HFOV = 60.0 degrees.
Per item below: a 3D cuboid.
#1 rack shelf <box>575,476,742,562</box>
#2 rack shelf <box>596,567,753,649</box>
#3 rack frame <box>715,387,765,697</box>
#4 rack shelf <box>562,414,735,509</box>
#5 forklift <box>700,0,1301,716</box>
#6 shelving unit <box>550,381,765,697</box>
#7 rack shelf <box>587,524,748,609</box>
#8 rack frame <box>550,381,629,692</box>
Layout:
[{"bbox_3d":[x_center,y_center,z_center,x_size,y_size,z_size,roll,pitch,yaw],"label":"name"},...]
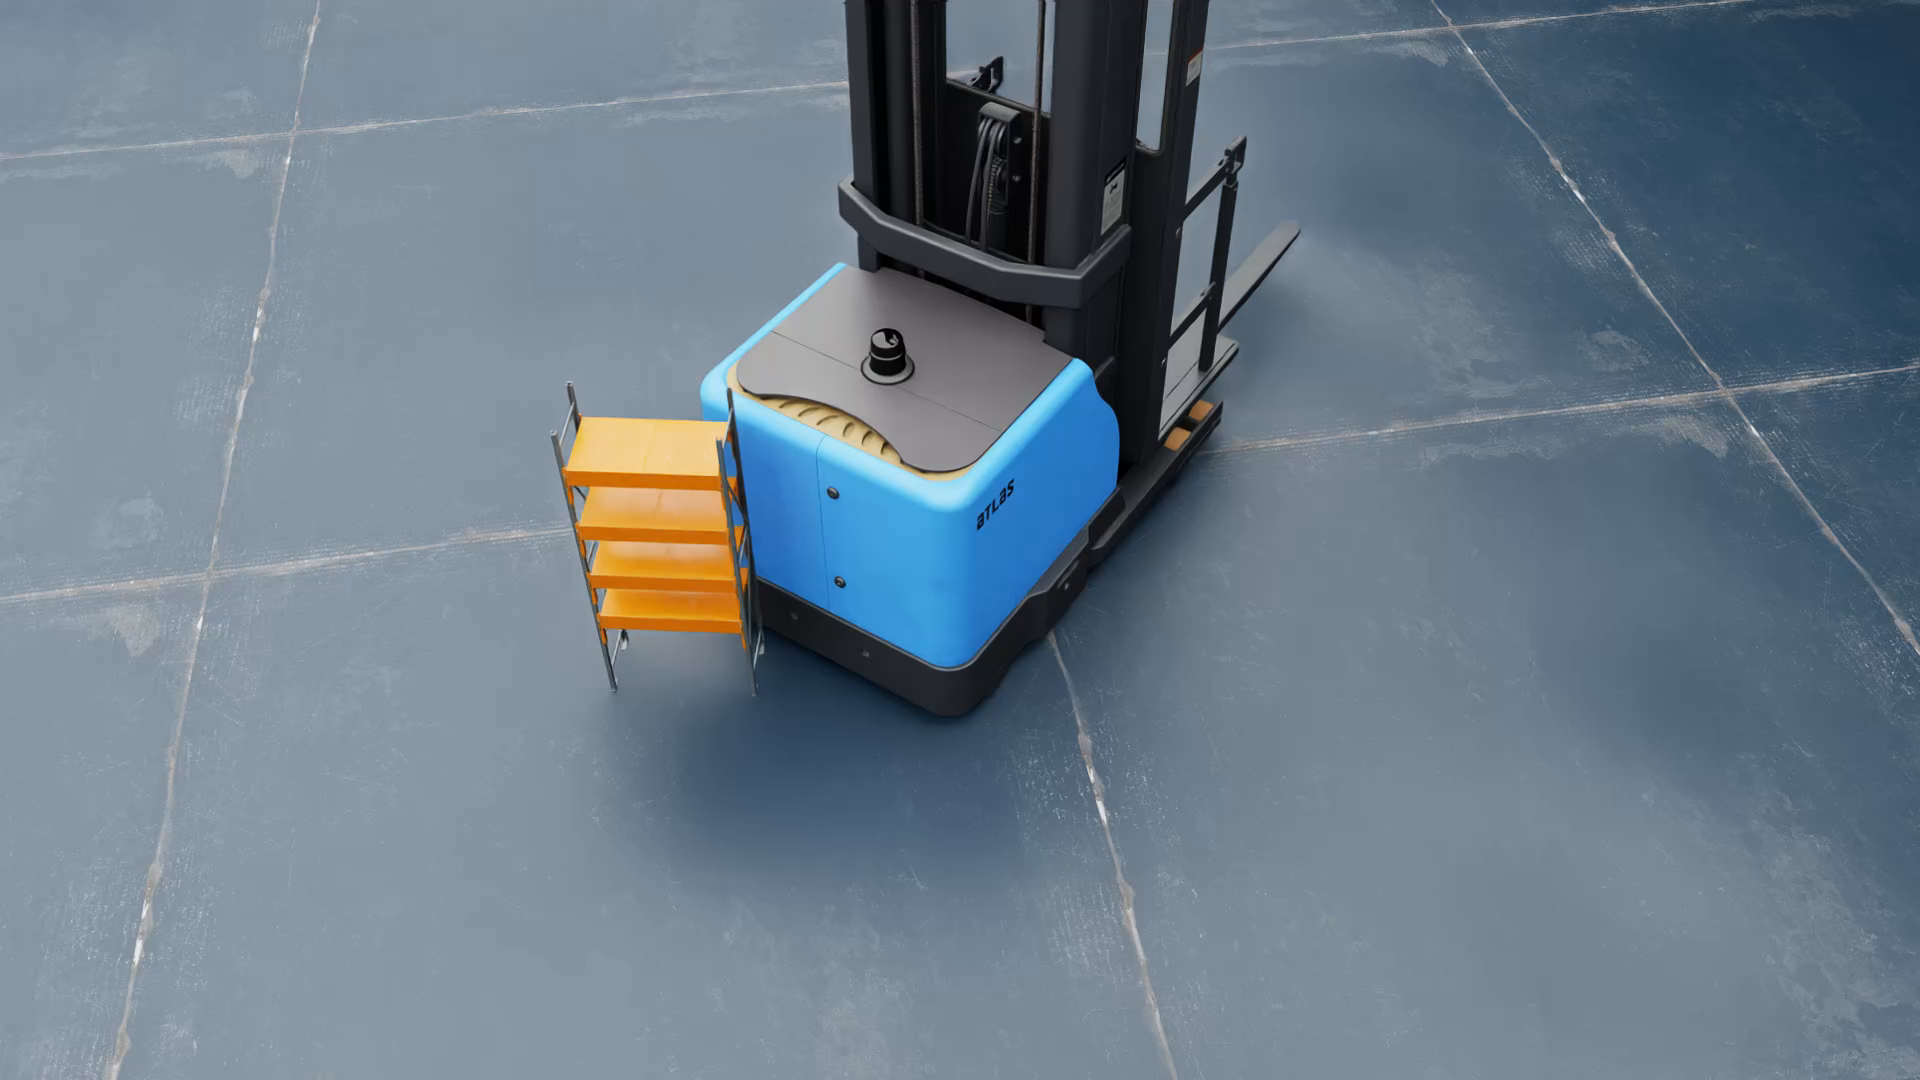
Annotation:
[{"bbox_3d":[-0.947,-0.078,5.275,0.480,0.148,0.258,2,46,2],"label":"rack shelf"},{"bbox_3d":[-0.947,0.215,5.579,0.480,0.148,0.258,2,46,2],"label":"rack shelf"},{"bbox_3d":[-0.703,0.039,5.379,0.015,1.200,0.240,2,46,2],"label":"rack frame"},{"bbox_3d":[-0.947,-0.242,5.105,0.480,0.148,0.258,2,46,2],"label":"rack shelf"},{"bbox_3d":[0.384,-1.465,5.626,1.130,2.935,3.031,25,51,22],"label":"forklift"},{"bbox_3d":[-0.947,0.030,5.388,0.503,1.200,0.258,2,46,2],"label":"shelving unit"},{"bbox_3d":[-0.947,0.077,5.436,0.480,0.148,0.258,2,46,2],"label":"rack shelf"},{"bbox_3d":[-1.190,0.022,5.396,0.015,1.200,0.240,2,46,2],"label":"rack frame"}]
